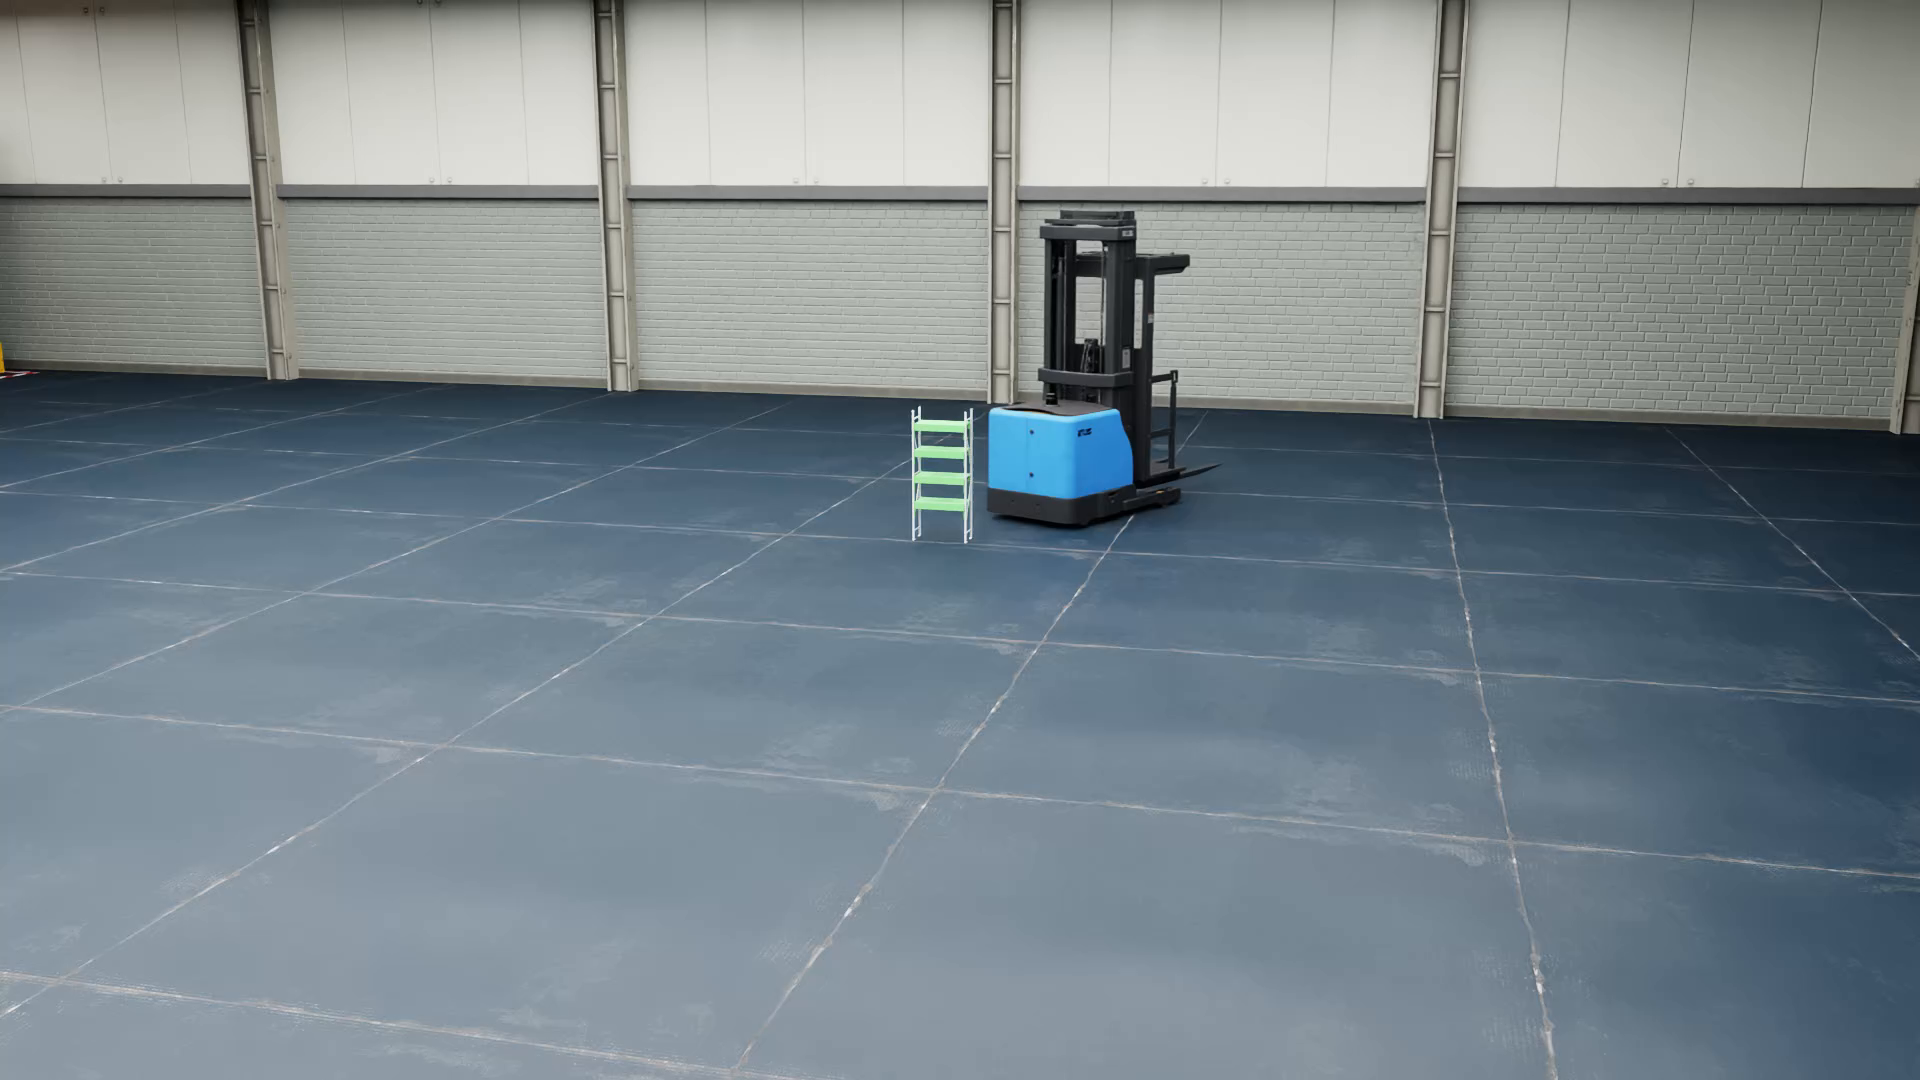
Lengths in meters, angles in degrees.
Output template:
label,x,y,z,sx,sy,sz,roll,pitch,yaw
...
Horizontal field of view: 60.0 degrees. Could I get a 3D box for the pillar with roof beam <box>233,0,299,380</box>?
label,x,y,z,sx,sy,sz,roll,pitch,yaw
pillar with roof beam,-12.058,-6.122,22.066,0.400,9.000,9.100,3,13,14

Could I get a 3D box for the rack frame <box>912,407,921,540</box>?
label,x,y,z,sx,sy,sz,roll,pitch,yaw
rack frame,-0.398,-0.607,15.216,0.015,1.200,0.240,3,13,14

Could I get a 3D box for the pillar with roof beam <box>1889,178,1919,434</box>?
label,x,y,z,sx,sy,sz,roll,pitch,yaw
pillar with roof beam,11.243,-4.876,16.452,0.400,9.000,9.100,3,13,14

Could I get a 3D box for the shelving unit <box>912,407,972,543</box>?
label,x,y,z,sx,sy,sz,roll,pitch,yaw
shelving unit,-0.161,-0.594,15.159,0.503,1.200,0.258,3,13,14

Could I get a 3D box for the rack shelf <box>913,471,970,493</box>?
label,x,y,z,sx,sy,sz,roll,pitch,yaw
rack shelf,-0.161,-0.532,15.173,0.480,0.148,0.258,3,13,14

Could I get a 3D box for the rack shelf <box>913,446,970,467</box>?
label,x,y,z,sx,sy,sz,roll,pitch,yaw
rack shelf,-0.161,-0.766,15.121,0.480,0.148,0.258,3,13,14

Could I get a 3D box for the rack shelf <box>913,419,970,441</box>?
label,x,y,z,sx,sy,sz,roll,pitch,yaw
rack shelf,-0.161,-1.001,15.069,0.480,0.148,0.258,3,13,14

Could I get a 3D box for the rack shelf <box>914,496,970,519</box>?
label,x,y,z,sx,sy,sz,roll,pitch,yaw
rack shelf,-0.161,-0.298,15.225,0.480,0.148,0.258,3,13,14

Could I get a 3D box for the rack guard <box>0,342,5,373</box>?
label,x,y,z,sx,sy,sz,roll,pitch,yaw
rack guard,-16.369,-2.962,27.447,0.348,0.500,1.175,3,13,14

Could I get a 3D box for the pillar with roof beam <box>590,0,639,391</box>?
label,x,y,z,sx,sy,sz,roll,pitch,yaw
pillar with roof beam,-6.233,-5.810,20.662,0.400,9.000,9.100,3,13,14

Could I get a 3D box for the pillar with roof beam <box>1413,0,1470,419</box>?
label,x,y,z,sx,sy,sz,roll,pitch,yaw
pillar with roof beam,5.417,-5.187,17.855,0.400,9.000,9.100,3,13,14

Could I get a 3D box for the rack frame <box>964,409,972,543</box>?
label,x,y,z,sx,sy,sz,roll,pitch,yaw
rack frame,0.076,-0.582,15.102,0.015,1.200,0.240,3,13,14

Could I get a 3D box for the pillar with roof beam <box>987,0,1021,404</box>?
label,x,y,z,sx,sy,sz,roll,pitch,yaw
pillar with roof beam,-0.408,-5.499,19.259,0.400,9.000,9.100,3,13,14

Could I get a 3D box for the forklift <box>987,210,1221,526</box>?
label,x,y,z,sx,sy,sz,roll,pitch,yaw
forklift,1.590,-1.824,16.706,1.130,2.935,3.031,10,16,38
